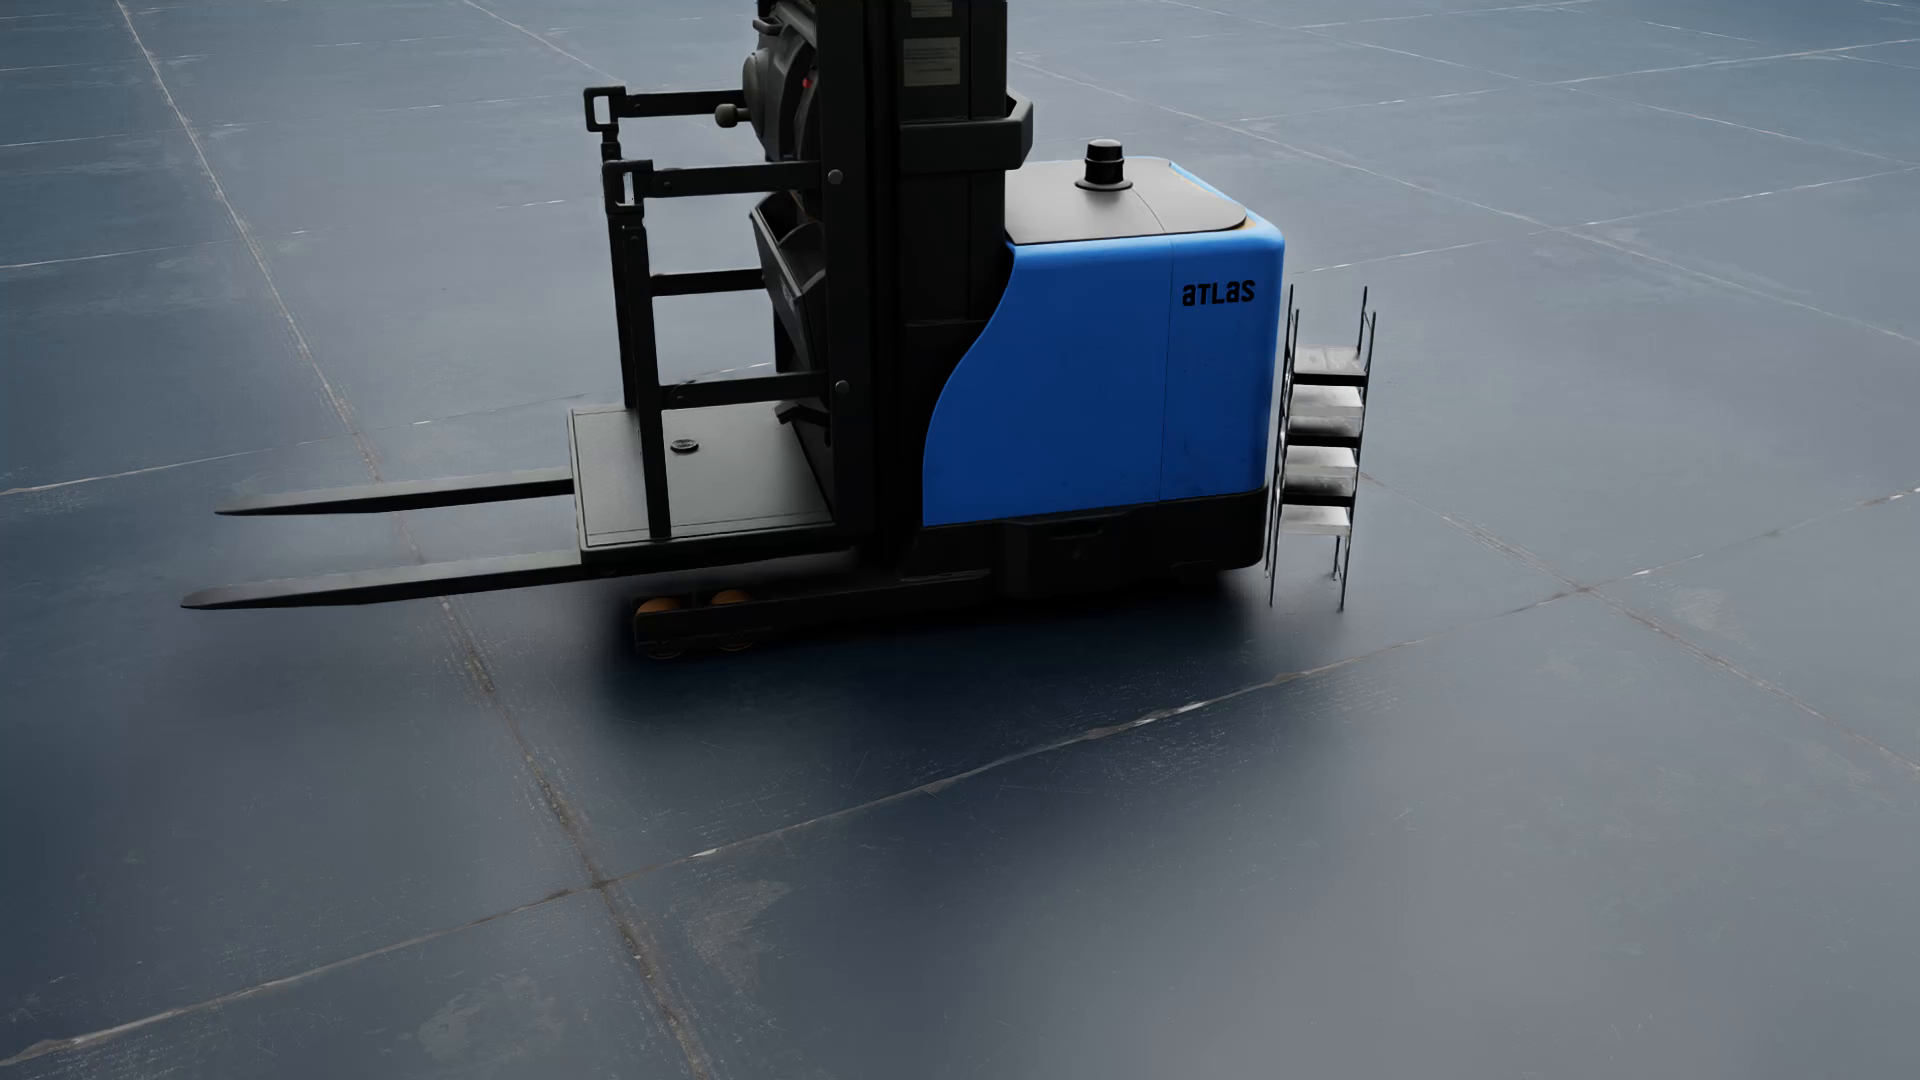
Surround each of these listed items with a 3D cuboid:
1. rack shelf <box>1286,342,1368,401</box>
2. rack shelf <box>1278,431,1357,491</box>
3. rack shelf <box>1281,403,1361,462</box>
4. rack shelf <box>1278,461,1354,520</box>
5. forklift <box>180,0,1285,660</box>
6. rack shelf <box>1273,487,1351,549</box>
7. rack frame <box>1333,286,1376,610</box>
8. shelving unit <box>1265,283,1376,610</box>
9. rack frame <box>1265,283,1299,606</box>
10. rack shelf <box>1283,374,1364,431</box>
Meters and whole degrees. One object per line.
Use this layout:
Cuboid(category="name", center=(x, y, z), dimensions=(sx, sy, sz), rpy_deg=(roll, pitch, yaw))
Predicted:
Cuboid(category="rack shelf", center=(1.021, -0.473, 4.648), dimensions=(0.200, 0.077, 0.258), rpy_deg=(3, 26, 6))
Cuboid(category="rack shelf", center=(1.021, -0.229, 4.765), dimensions=(0.200, 0.077, 0.258), rpy_deg=(3, 26, 6))
Cuboid(category="rack shelf", center=(1.021, -0.311, 4.726), dimensions=(0.200, 0.077, 0.258), rpy_deg=(3, 26, 6))
Cuboid(category="rack shelf", center=(1.021, -0.148, 4.804), dimensions=(0.200, 0.077, 0.258), rpy_deg=(3, 26, 6))
Cuboid(category="forklift", center=(-0.664, -1.245, 4.457), dimensions=(3.031, 2.935, 1.130), rpy_deg=(-6, 26, -13))
Cuboid(category="rack shelf", center=(1.021, -0.067, 4.843), dimensions=(0.200, 0.077, 0.258), rpy_deg=(3, 26, 6))
Cuboid(category="rack frame", center=(1.122, -0.255, 4.741), dimensions=(0.006, 0.900, 0.240), rpy_deg=(3, 26, 6))
Cuboid(category="shelving unit", center=(1.021, -0.260, 4.751), dimensions=(0.210, 0.900, 0.258), rpy_deg=(3, 26, 6))
Cuboid(category="rack frame", center=(0.920, -0.264, 4.761), dimensions=(0.006, 0.900, 0.240), rpy_deg=(3, 26, 6))
Cuboid(category="rack shelf", center=(1.021, -0.392, 4.687), dimensions=(0.200, 0.077, 0.258), rpy_deg=(3, 26, 6))
